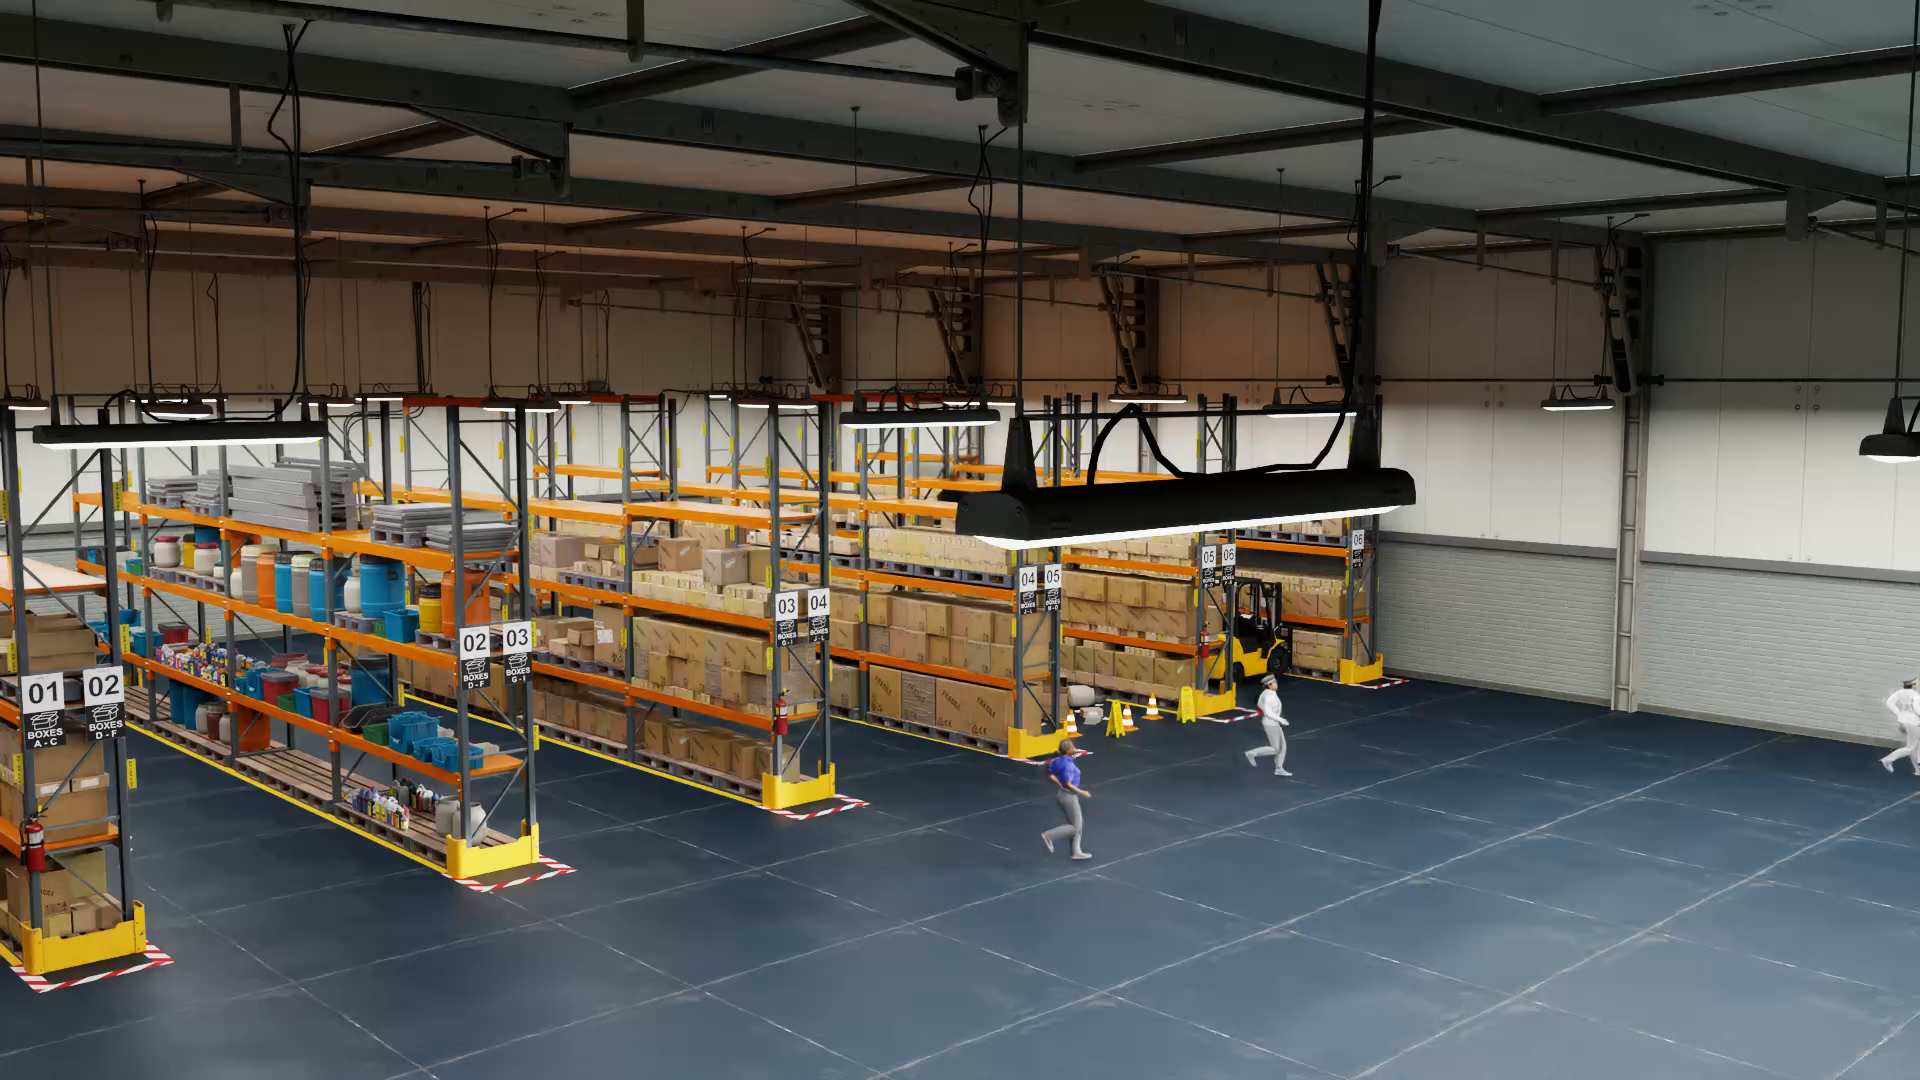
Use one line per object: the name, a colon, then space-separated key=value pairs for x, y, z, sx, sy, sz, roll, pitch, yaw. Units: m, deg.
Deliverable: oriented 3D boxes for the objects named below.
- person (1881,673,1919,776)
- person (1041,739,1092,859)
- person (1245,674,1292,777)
person: x=15.013 y=2.945 z=26.330 sx=0.901 sy=1.686 sz=0.616 roll=0 pitch=6 yaw=-4
person: x=1.378 y=3.415 z=21.856 sx=0.737 sy=1.619 sz=0.577 roll=-2 pitch=6 yaw=-18
person: x=4.940 y=2.950 z=26.562 sx=0.758 sy=1.662 sz=0.633 roll=1 pitch=6 yaw=7
